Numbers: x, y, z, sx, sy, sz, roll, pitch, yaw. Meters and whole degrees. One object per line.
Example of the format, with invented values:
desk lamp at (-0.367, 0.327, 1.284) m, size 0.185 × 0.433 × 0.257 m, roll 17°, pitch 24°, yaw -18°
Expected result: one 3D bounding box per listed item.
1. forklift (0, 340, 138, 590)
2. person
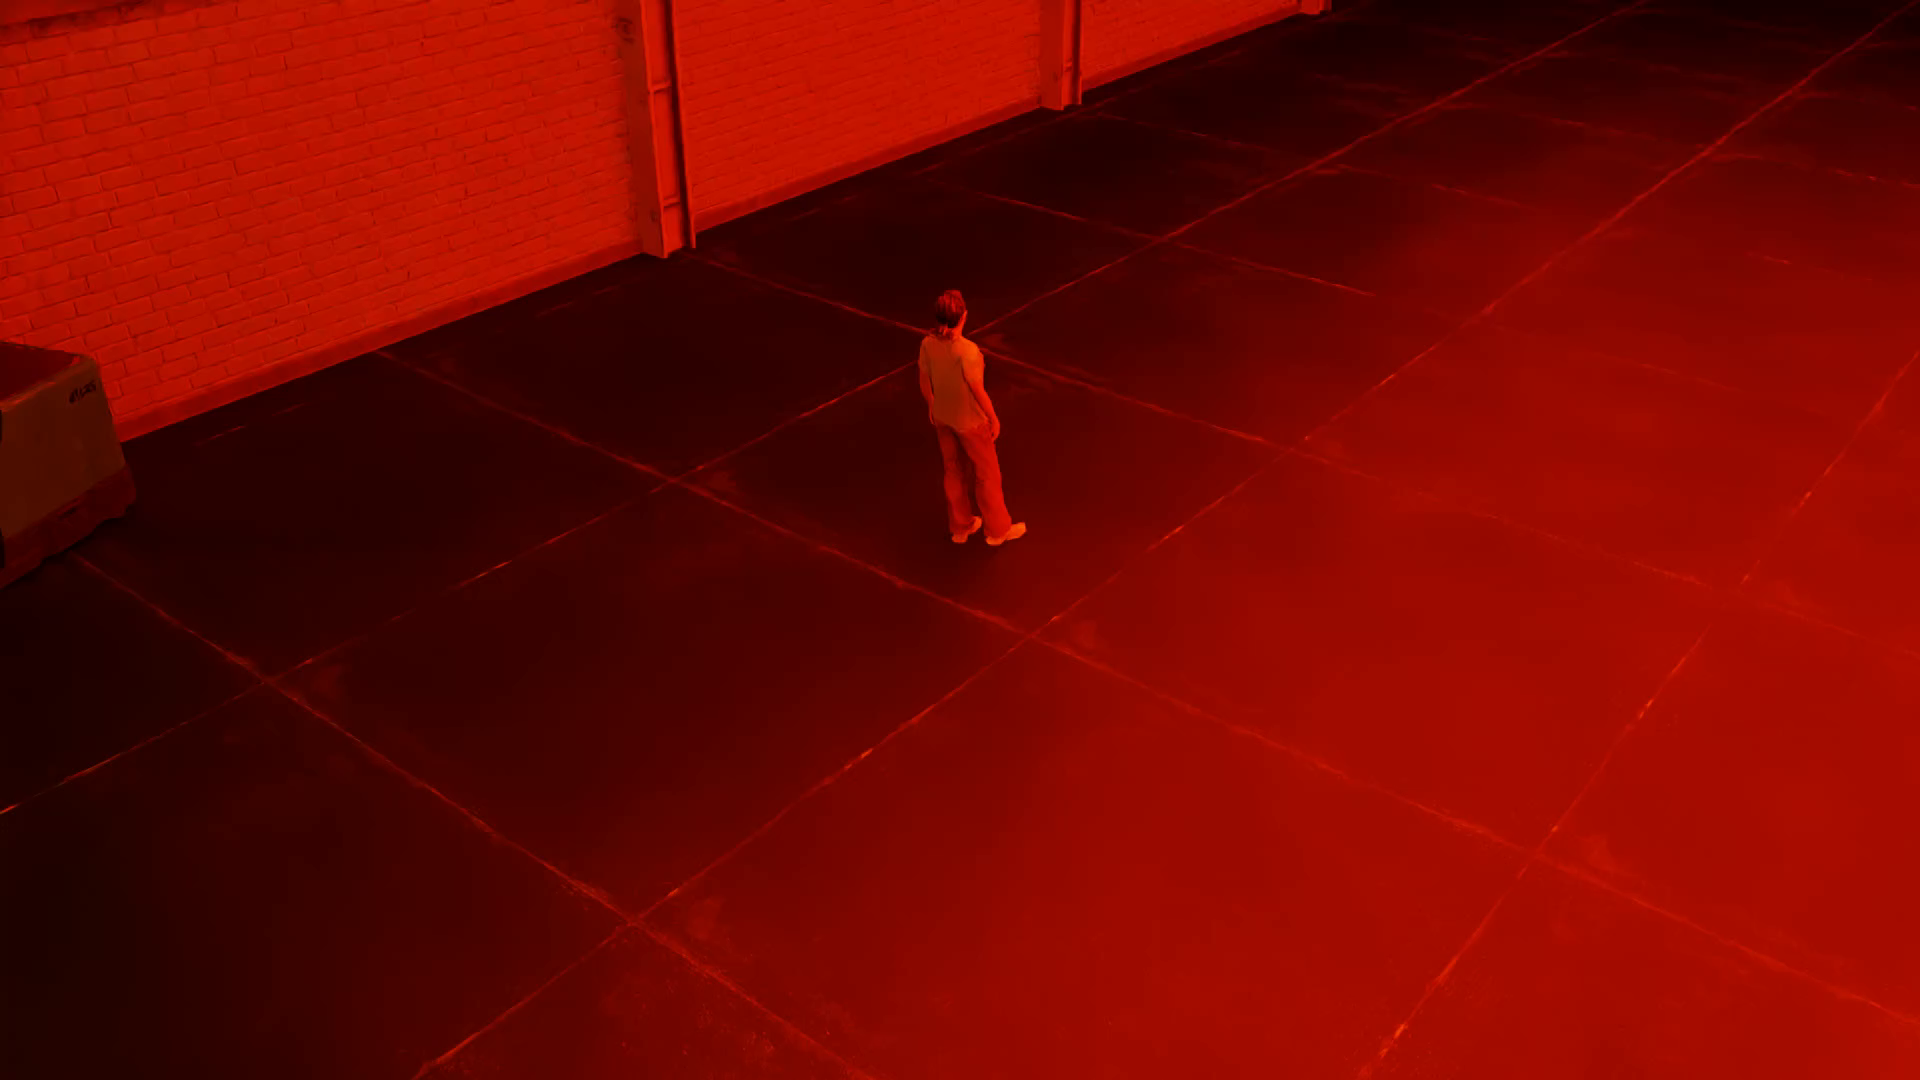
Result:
forklift at (-6.309, -0.861, 9.067) m, size 1.130 × 2.935 × 3.031 m, roll 10°, pitch 32°, yaw 16°
person at (0.055, -0.755, 10.117) m, size 0.554 × 1.674 × 0.548 m, roll 22°, pitch 37°, yaw 33°
